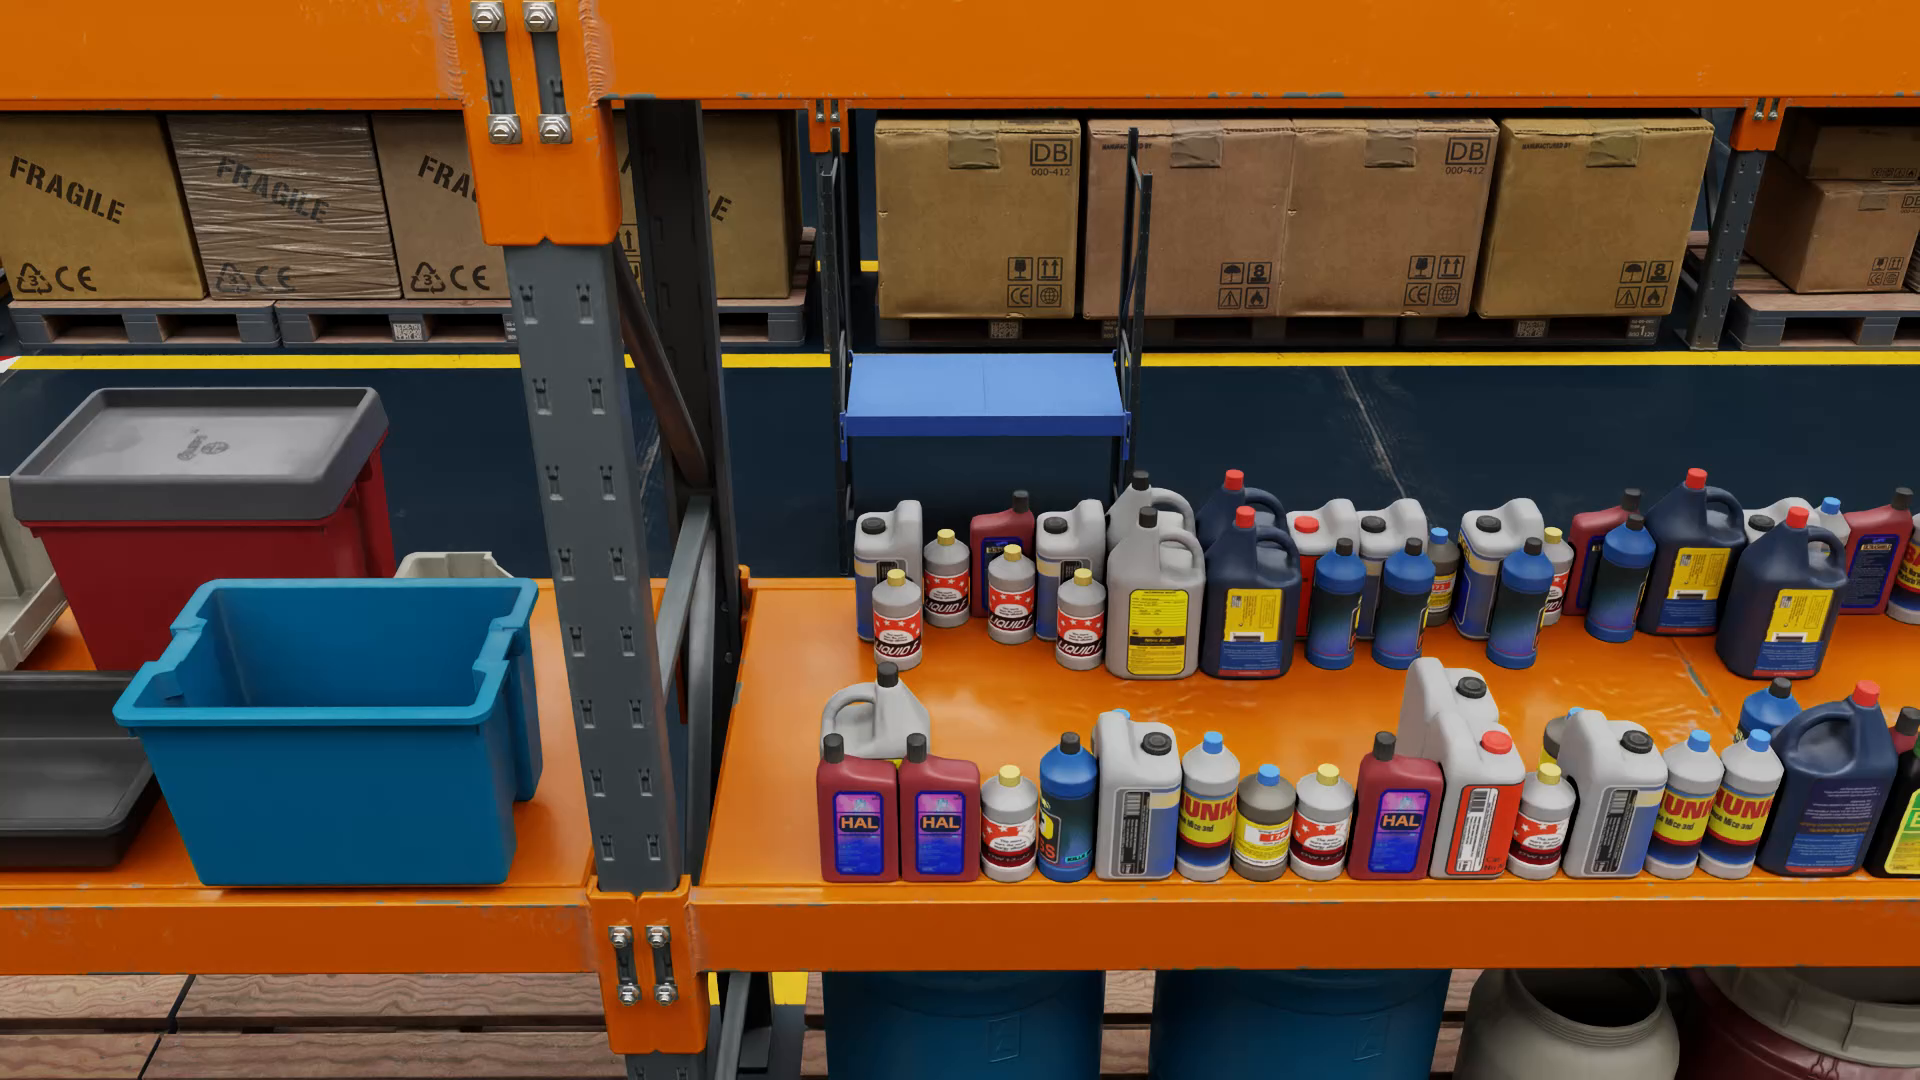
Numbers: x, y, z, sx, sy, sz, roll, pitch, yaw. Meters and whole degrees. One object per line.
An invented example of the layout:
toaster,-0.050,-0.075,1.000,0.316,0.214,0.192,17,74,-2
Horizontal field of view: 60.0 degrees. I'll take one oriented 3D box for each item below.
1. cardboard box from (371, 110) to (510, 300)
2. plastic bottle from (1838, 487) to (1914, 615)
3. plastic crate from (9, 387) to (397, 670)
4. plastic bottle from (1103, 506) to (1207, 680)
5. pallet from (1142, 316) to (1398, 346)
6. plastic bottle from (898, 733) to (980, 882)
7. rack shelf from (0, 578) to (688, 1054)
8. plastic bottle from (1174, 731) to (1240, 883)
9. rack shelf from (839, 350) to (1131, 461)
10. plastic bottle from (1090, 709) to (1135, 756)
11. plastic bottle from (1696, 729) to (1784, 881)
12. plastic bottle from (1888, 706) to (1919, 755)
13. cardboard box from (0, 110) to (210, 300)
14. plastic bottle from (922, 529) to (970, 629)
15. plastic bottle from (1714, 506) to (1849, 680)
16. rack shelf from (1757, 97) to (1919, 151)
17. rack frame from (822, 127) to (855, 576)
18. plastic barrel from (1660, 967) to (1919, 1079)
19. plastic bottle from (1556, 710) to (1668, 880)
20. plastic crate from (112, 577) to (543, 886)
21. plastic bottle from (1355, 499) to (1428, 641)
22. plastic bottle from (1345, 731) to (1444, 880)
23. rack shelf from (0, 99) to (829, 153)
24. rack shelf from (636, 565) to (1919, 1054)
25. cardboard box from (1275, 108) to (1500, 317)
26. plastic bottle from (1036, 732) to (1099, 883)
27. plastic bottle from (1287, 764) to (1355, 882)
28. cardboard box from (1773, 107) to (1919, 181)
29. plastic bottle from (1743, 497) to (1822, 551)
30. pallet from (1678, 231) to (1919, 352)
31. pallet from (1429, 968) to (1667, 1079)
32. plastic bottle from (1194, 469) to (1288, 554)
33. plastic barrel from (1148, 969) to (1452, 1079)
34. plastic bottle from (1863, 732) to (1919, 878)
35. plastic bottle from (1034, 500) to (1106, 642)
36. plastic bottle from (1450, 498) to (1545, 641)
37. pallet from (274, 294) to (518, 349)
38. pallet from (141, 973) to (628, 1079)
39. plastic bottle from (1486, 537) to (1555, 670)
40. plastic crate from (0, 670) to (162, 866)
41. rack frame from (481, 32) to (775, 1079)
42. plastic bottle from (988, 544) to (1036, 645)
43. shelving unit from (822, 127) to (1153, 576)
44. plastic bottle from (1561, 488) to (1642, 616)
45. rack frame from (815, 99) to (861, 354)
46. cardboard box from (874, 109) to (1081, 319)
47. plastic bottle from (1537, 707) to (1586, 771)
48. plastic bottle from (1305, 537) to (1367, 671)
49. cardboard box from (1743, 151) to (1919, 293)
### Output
cardboard box,-2.127,-1.706,7.813,0.875,0.875,0.875,0,31,0
plastic bottle,1.873,0.022,3.434,0.133,0.283,0.061,0,31,0
plastic crate,-1.431,-0.009,3.254,0.583,0.464,0.402,0,31,0
plastic bottle,0.382,0.094,3.250,0.185,0.351,0.144,0,31,0
pallet,1.428,-1.253,8.111,1.213,0.211,1.003,0,31,0
plastic bottle,-0.034,0.441,2.744,0.133,0.283,0.061,0,31,0
rack shelf,-2.536,0.485,3.253,4.000,0.370,1.077,0,31,0
plastic bottle,0.411,0.435,2.765,0.097,0.271,0.097,0,31,0
rack shelf,0.085,-0.488,5.955,1.000,0.185,0.538,0,31,0
plastic bottle,0.275,0.386,2.913,0.097,0.201,0.097,0,31,0
plastic bottle,1.300,0.432,2.770,0.097,0.271,0.097,0,31,0
plastic bottle,1.600,0.404,2.805,0.133,0.283,0.061,0,31,0
cardboard box,-3.927,-1.700,7.804,0.875,0.875,0.875,0,31,0
plastic bottle,-0.028,0.073,3.430,0.097,0.201,0.097,0,31,0
plastic bottle,1.618,0.095,3.250,0.185,0.351,0.144,0,31,0
rack shelf,5.434,-2.109,7.528,4.000,0.370,1.077,0,31,0
rack frame,-0.423,-0.640,5.859,0.032,1.500,0.500,0,31,0
plastic barrel,1.845,1.024,3.591,0.708,0.588,0.600,0,31,0
plastic bottle,1.087,0.417,2.791,0.135,0.276,0.152,0,31,0
plastic crate,-1.001,0.331,2.771,0.575,0.384,0.392,0,31,0
plastic bottle,0.860,0.052,3.392,0.135,0.276,0.152,0,31,0
plastic bottle,0.721,0.438,2.748,0.133,0.283,0.061,0,31,0
rack shelf,-2.566,-2.084,7.487,4.000,0.370,1.077,0,31,0
rack shelf,1.464,0.472,3.273,4.000,0.370,1.077,0,31,0
cardboard box,1.852,-1.692,7.790,0.875,0.875,1.225,0,31,0
plastic bottle,0.179,0.436,2.764,0.097,0.271,0.097,0,31,0
plastic bottle,0.606,0.464,2.785,0.097,0.201,0.097,0,31,0
cardboard box,4.104,-1.868,7.700,0.500,0.250,0.500,1,31,2
plastic bottle,1.642,0.050,3.396,0.135,0.276,0.152,0,31,0
pallet,4.215,-1.220,8.057,1.213,0.211,1.003,0,31,0
pallet,1.459,1.377,3.777,1.213,0.211,1.003,0,31,0
plastic bottle,0.566,0.019,3.374,0.185,0.351,0.144,0,31,0
plastic barrel,0.716,0.894,3.504,0.708,0.901,0.600,0,31,0
plastic bottle,1.601,0.436,2.753,0.133,0.283,0.061,0,31,0
plastic bottle,0.221,0.054,3.389,0.135,0.276,0.152,0,31,0
plastic bottle,1.092,0.051,3.393,0.135,0.276,0.152,0,31,0
pallet,-2.550,-1.239,8.088,1.213,0.211,1.003,0,31,0
pallet,-1.271,1.386,3.763,1.213,0.211,1.003,0,31,0
plastic bottle,1.111,0.118,3.288,0.097,0.271,0.097,0,31,0
plastic crate,-1.654,0.406,2.897,0.590,0.125,0.437,0,31,0
rack frame,-0.536,0.171,3.076,0.127,3.000,1.000,0,31,0
plastic bottle,0.105,0.104,3.379,0.097,0.201,0.097,0,31,0
shelving unit,0.085,-0.641,5.861,1.048,1.500,0.538,0,31,0
plastic bottle,1.323,0.024,3.431,0.133,0.283,0.061,0,31,0
rack frame,-0.566,-2.398,7.311,0.127,3.000,1.000,0,31,0
cardboard box,0.074,-1.682,7.773,0.875,0.875,1.225,0,31,0
plastic bottle,1.067,0.384,2.917,0.097,0.201,0.097,0,31,0
plastic bottle,0.745,0.119,3.286,0.097,0.271,0.097,0,31,0
cardboard box,4.104,-1.542,7.886,0.500,0.500,0.700,-2,31,-3
